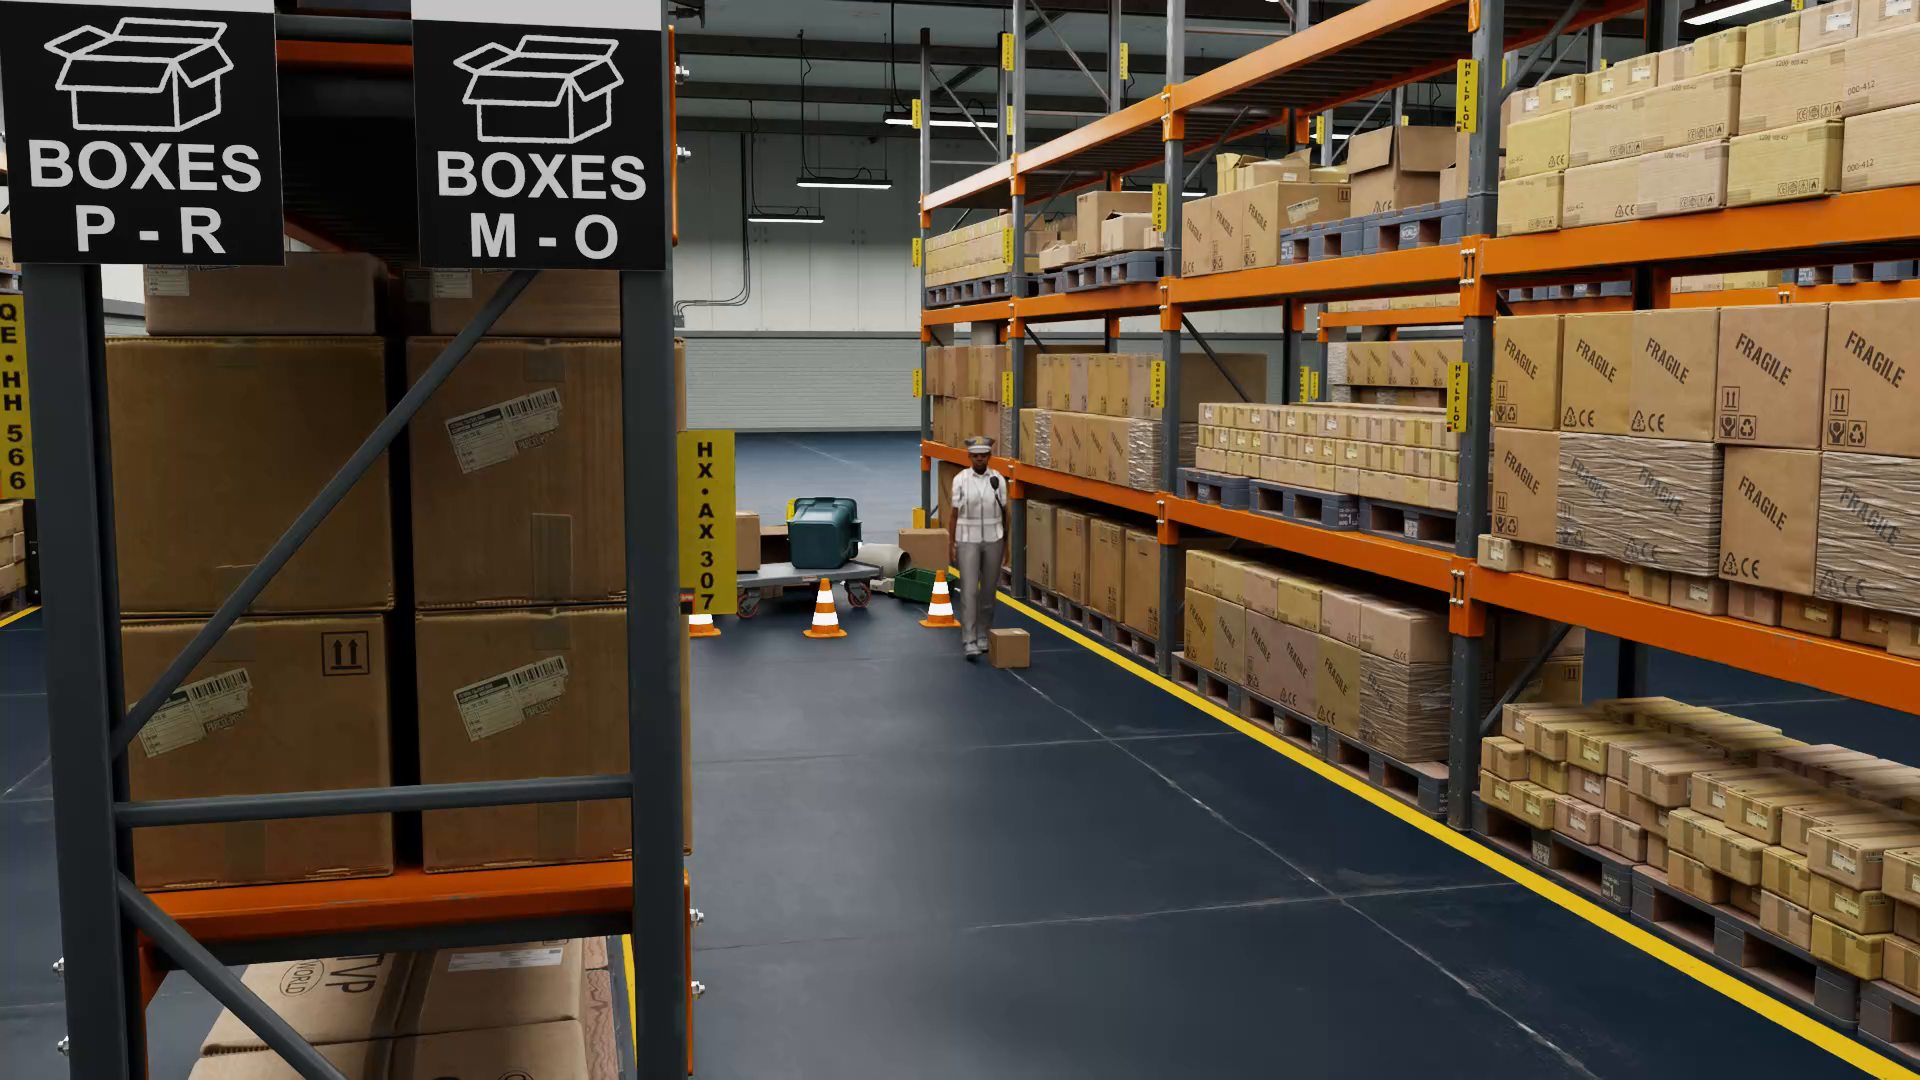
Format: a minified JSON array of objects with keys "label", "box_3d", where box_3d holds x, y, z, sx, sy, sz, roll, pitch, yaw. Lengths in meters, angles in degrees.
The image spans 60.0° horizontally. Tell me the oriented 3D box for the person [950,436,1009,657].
[{"label":"person","box_3d":[0.172,0.043,12.655,0.461,1.670,0.693,-1,6,-9]}]
